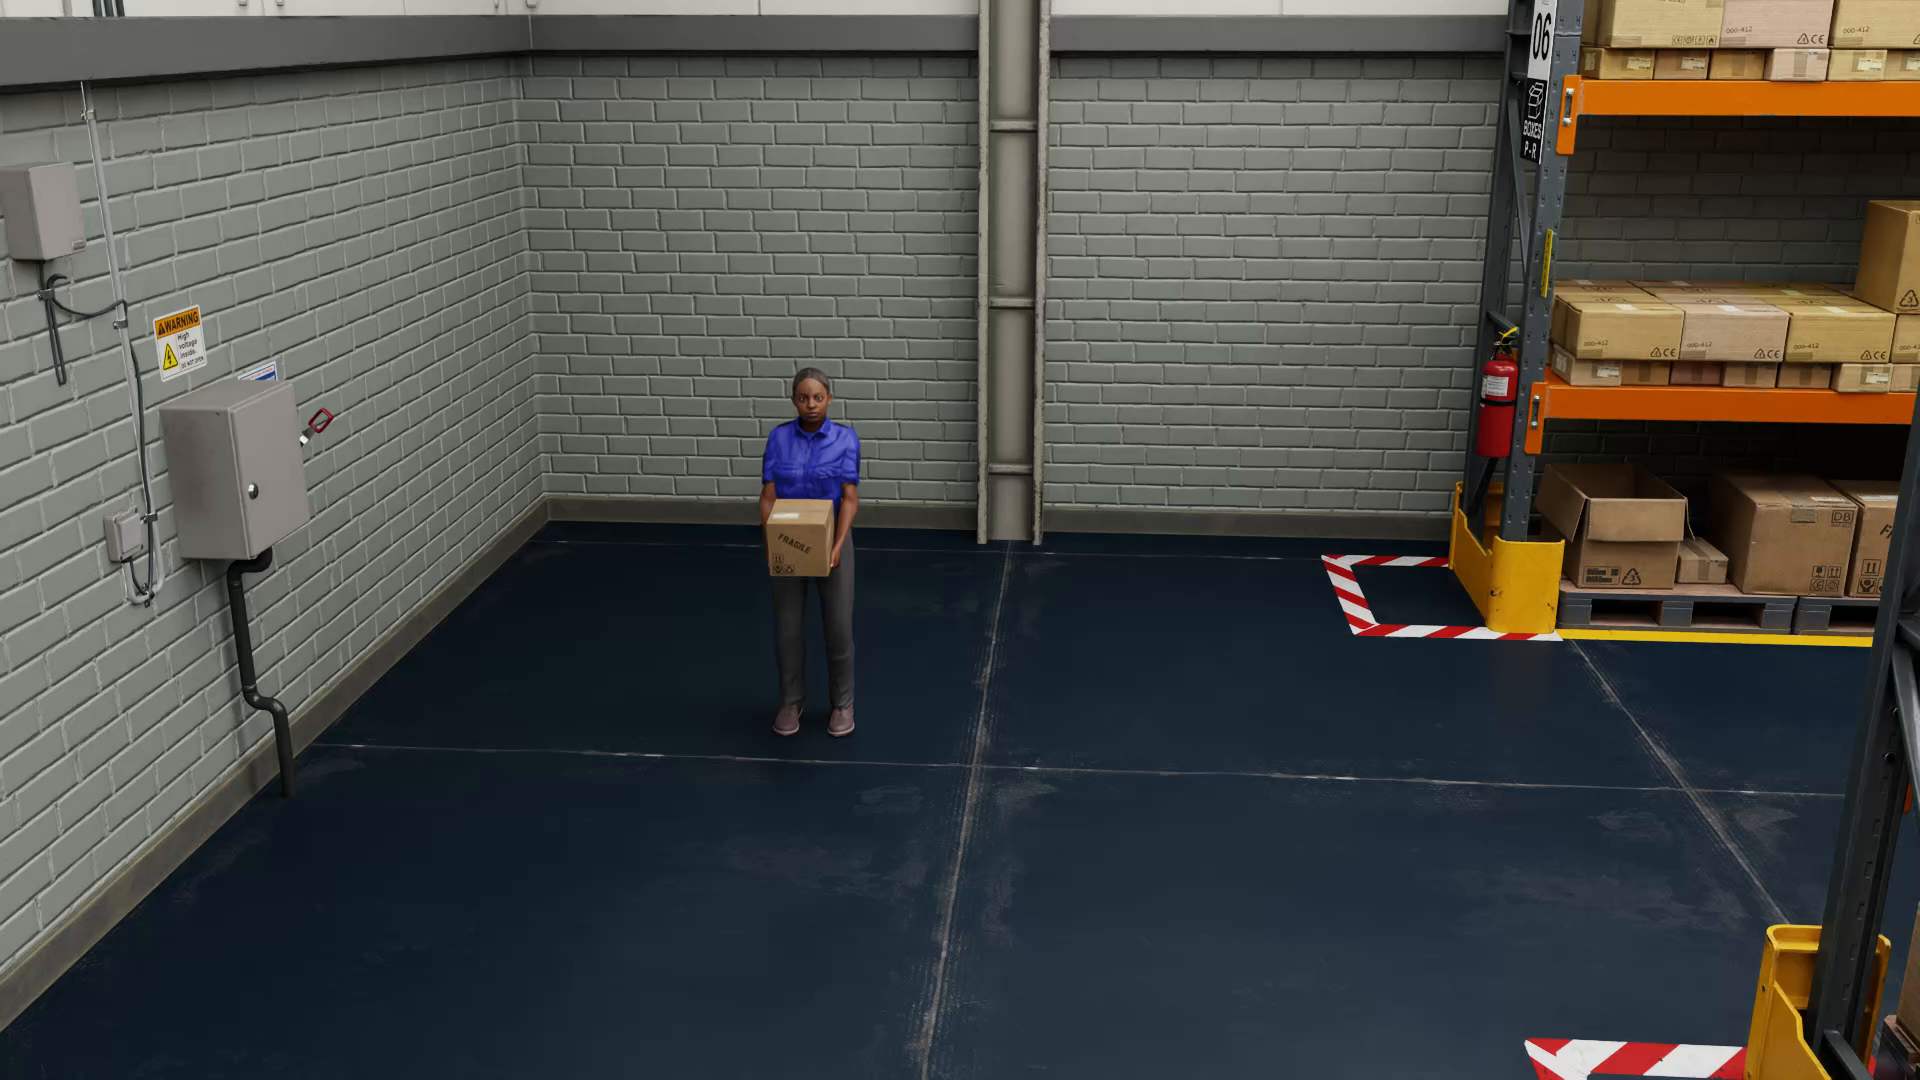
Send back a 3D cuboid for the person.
[{"bbox_3d":[-0.661,0.081,7.318,0.441,1.656,0.499,1,18,3],"label":"person"}]
